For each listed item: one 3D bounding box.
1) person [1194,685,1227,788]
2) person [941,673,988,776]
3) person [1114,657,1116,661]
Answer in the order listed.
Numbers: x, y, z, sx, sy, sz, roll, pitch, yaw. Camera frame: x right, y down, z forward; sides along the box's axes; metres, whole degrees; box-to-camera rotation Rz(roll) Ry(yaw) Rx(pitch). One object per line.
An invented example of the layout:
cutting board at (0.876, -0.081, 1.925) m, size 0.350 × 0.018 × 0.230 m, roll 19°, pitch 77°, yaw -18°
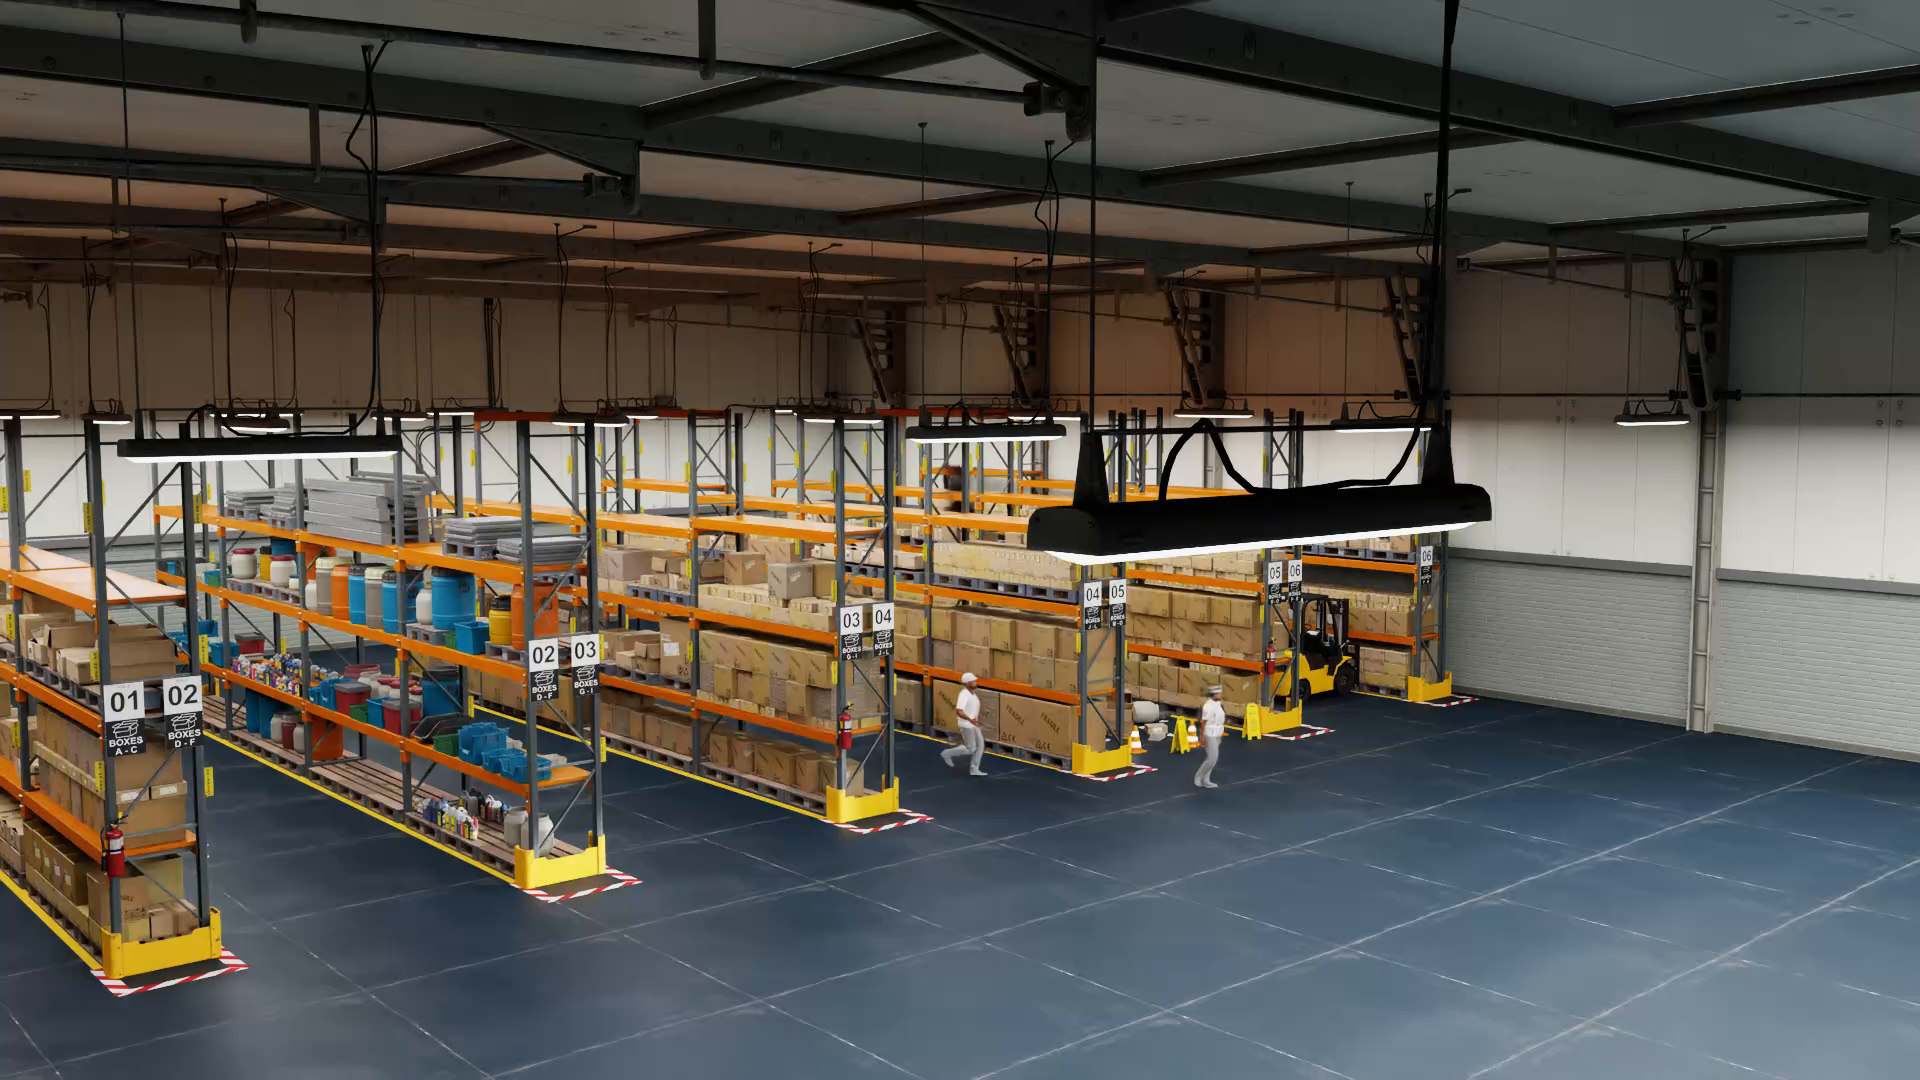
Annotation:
person at (3.994, 3.152, 26.648) m, size 0.443 × 1.661 × 0.548 m, roll 3°, pitch 6°, yaw 33°
person at (0.083, 3.058, 27.580) m, size 0.789 × 1.730 × 0.710 m, roll 1°, pitch 5°, yaw 15°
person at (3.305, 2.155, 37.577) m, size 0.665 × 1.748 × 0.876 m, roll -5°, pitch 7°, yaw -44°
